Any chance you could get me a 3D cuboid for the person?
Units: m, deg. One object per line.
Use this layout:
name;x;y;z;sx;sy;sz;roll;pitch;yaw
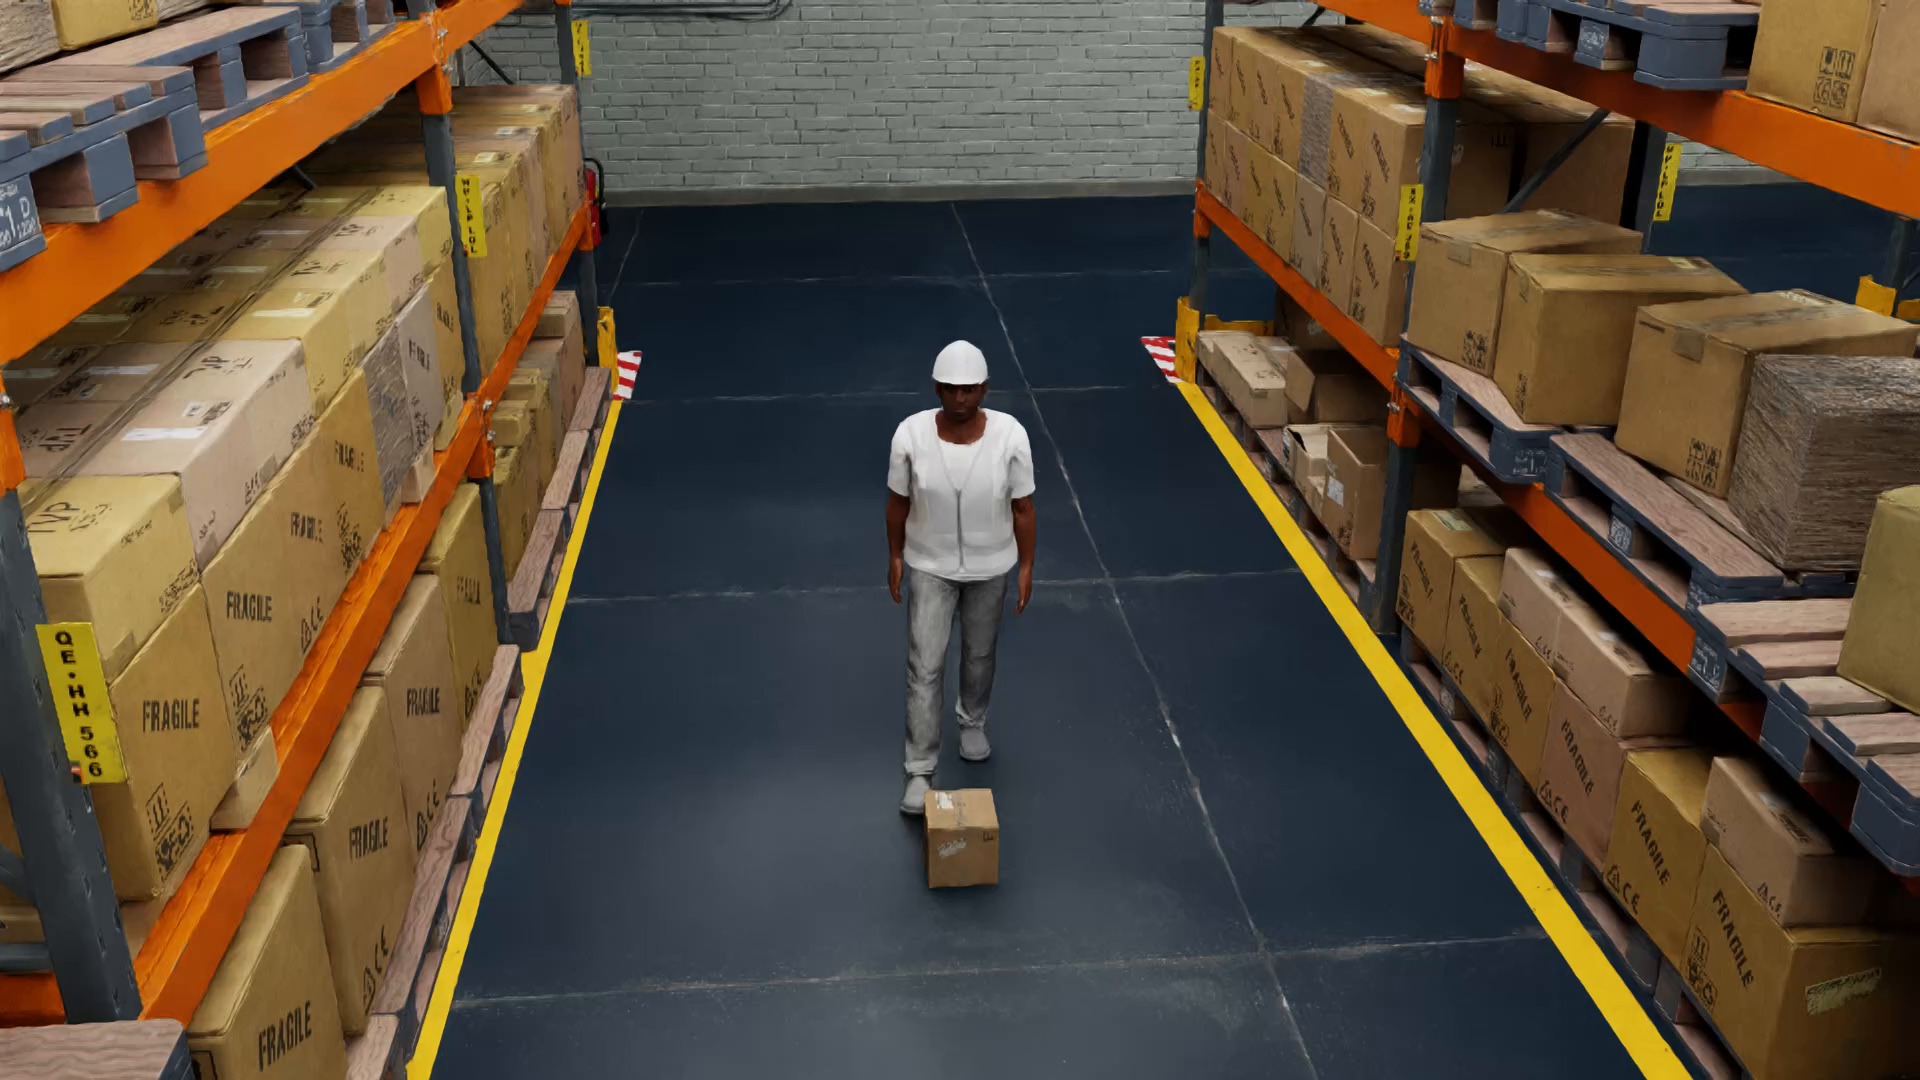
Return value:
person;0.010;0.135;6.241;0.567;1.746;0.792;-1;24;-2
